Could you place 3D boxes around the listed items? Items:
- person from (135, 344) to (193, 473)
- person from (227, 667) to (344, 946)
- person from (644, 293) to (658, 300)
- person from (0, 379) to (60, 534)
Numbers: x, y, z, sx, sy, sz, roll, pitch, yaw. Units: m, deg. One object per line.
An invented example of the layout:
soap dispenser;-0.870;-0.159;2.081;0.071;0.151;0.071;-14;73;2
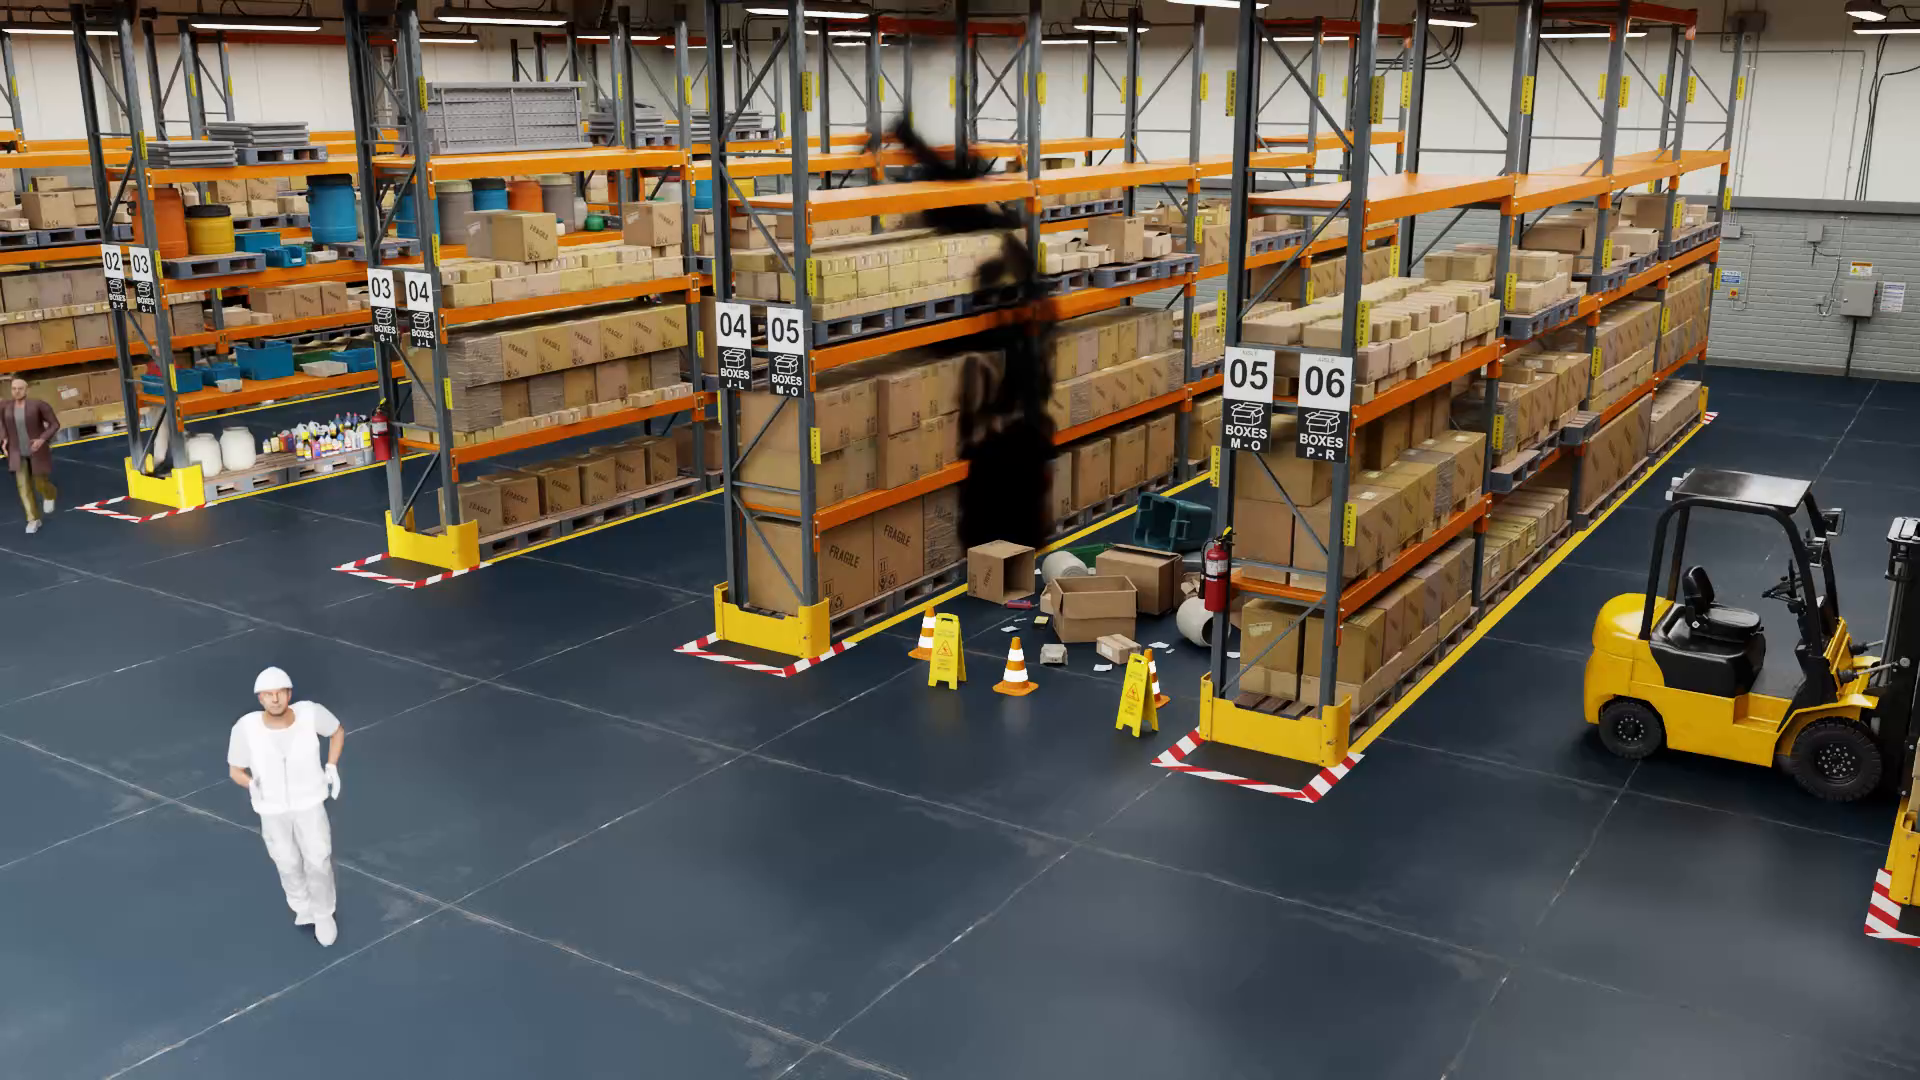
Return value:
person;-10.799;-1.816;22.566;0.678;1.693;0.992;7;17;24
person;-4.044;1.633;10.068;0.653;1.802;0.720;-5;16;-18
person;-5.941;-4.433;31.946;0.708;1.724;0.708;7;17;24
person;-10.991;-1.038;19.662;0.715;1.766;0.968;-4;16;-15
